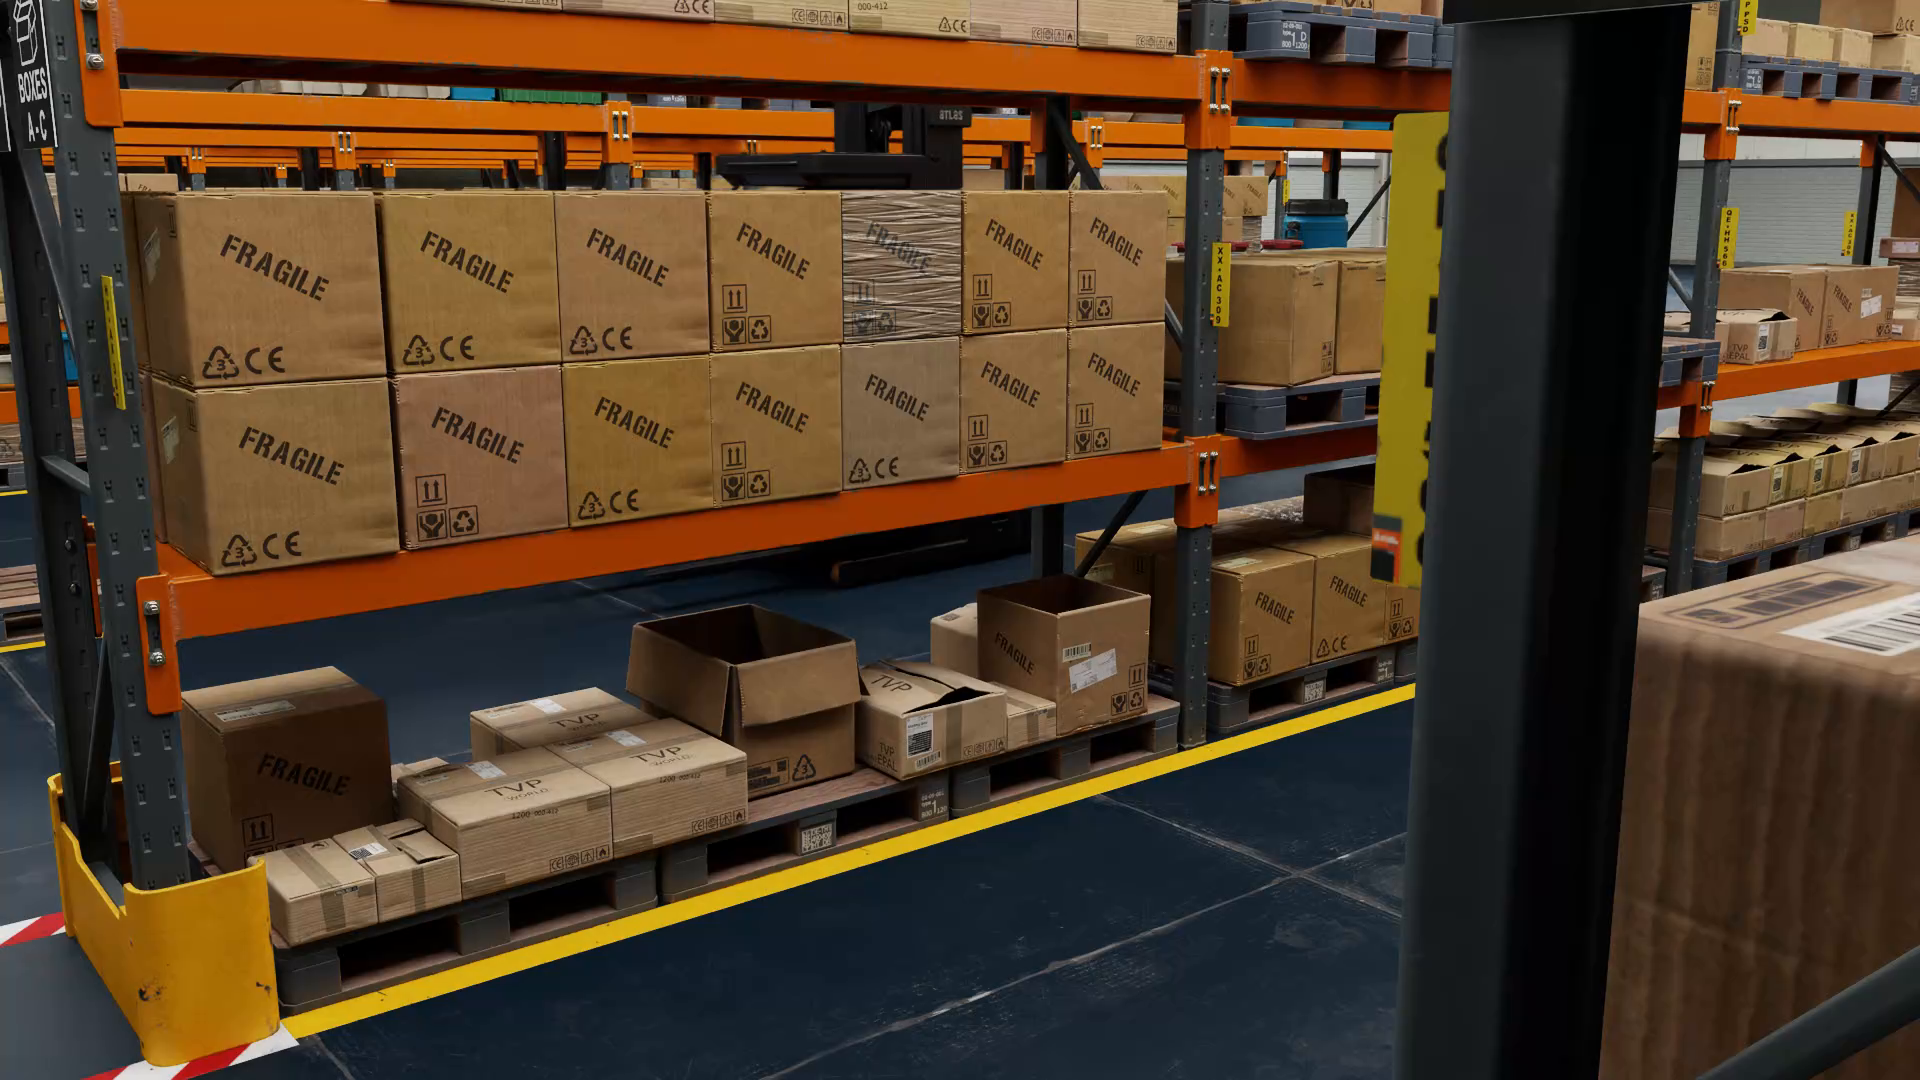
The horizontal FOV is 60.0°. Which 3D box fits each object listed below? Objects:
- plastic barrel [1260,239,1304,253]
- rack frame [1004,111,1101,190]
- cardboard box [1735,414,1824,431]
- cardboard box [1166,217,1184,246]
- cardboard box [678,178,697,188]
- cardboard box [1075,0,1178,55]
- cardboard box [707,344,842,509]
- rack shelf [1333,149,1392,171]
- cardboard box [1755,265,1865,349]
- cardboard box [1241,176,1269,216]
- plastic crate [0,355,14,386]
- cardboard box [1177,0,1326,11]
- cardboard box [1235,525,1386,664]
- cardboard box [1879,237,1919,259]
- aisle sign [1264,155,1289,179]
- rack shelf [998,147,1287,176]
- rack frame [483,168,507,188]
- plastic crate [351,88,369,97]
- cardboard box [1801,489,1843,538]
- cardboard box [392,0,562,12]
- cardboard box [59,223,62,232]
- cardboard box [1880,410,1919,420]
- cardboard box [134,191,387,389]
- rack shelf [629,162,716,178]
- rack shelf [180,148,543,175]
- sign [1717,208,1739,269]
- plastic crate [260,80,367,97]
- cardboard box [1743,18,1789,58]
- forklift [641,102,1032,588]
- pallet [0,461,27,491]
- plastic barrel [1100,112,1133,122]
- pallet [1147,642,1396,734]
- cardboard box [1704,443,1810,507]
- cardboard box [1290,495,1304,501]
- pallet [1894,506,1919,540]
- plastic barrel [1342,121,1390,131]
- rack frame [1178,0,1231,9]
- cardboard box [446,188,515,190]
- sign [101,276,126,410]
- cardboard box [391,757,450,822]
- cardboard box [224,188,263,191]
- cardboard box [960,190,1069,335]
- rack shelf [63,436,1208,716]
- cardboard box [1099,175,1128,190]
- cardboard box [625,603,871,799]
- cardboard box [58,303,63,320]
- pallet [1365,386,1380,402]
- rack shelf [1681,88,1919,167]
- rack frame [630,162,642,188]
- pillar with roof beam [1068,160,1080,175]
[{"bbox_3d":[2.954,-2.493,15.319,0.433,0.535,0.433,0,12,0],"label":"plastic barrel"},{"bbox_3d":[0.714,-1.996,13.306,0.127,3.000,1.000,-9,15,-38],"label":"rack frame"},{"bbox_3d":[5.653,-0.701,11.467,0.500,0.311,0.500,-10,16,-40],"label":"cardboard box"},{"bbox_3d":[2.290,-3.759,20.655,0.500,0.500,0.875,-9,15,-38],"label":"cardboard box"},{"bbox_3d":[-4.556,-5.694,27.356,0.500,0.500,0.700,-9,15,-37],"label":"cardboard box"},{"bbox_3d":[0.469,-1.960,6.279,0.500,0.250,0.500,-9,15,-38],"label":"cardboard box"},{"bbox_3d":[-0.745,-0.415,5.619,0.500,0.500,0.500,-9,15,-37],"label":"cardboard box"},{"bbox_3d":[5.400,-3.890,16.735,4.000,0.370,1.077,-9,15,-38],"label":"rack shelf"},{"bbox_3d":[5.517,-1.529,10.869,0.500,0.500,0.500,-9,15,-38],"label":"cardboard box"},{"bbox_3d":[3.592,-4.409,21.308,0.500,0.500,0.500,-9,15,-38],"label":"cardboard box"},{"bbox_3d":[-4.832,-0.865,8.470,0.298,0.136,0.250,-9,15,-38],"label":"plastic crate"},{"bbox_3d":[1.122,-2.497,6.951,0.600,0.600,0.600,-11,16,-43],"label":"cardboard box"},{"bbox_3d":[1.622,0.240,7.733,0.500,0.500,0.500,-9,15,-37],"label":"cardboard box"},{"bbox_3d":[7.008,-2.147,12.216,0.250,0.149,0.380,-9,15,-38],"label":"cardboard box"},{"bbox_3d":[4.103,-5.068,21.516,0.004,0.787,0.394,-9,15,-38],"label":"aisle sign"},{"bbox_3d":[2.305,-4.693,20.519,4.000,0.370,1.077,-9,15,-38],"label":"rack shelf"},{"bbox_3d":[-8.551,-5.730,30.892,0.127,3.000,1.000,-9,15,-38],"label":"rack frame"},{"bbox_3d":[-3.550,-2.763,10.014,0.590,0.269,0.497,-9,15,-38],"label":"plastic crate"},{"bbox_3d":[5.192,-0.206,10.488,0.500,0.250,0.500,-10,16,-39],"label":"cardboard box"},{"bbox_3d":[-1.483,-1.636,4.751,0.500,0.250,0.500,-9,15,-38],"label":"cardboard box"},{"bbox_3d":[-9.519,-3.052,17.323,0.500,0.500,0.500,-10,15,-38],"label":"cardboard box"},{"bbox_3d":[6.792,-0.747,11.682,0.500,0.311,0.500,-9,15,-38],"label":"cardboard box"},{"bbox_3d":[-1.930,-0.707,4.587,0.500,0.500,0.500,-9,15,-36],"label":"cardboard box"},{"bbox_3d":[-3.885,-6.300,28.088,4.000,0.370,1.077,-9,15,-38],"label":"rack shelf"},{"bbox_3d":[-6.961,-4.472,19.480,4.000,0.370,1.077,-9,15,-38],"label":"rack shelf"},{"bbox_3d":[4.152,-1.633,8.999,0.005,0.325,0.100,-9,15,-38],"label":"sign"},{"bbox_3d":[-3.609,-2.604,9.236,0.530,0.282,0.437,-9,15,-38],"label":"plastic crate"},{"bbox_3d":[4.523,-2.930,9.835,0.500,0.250,0.500,-9,15,-36],"label":"cardboard box"},{"bbox_3d":[-0.785,-1.275,10.075,3.031,2.935,1.130,-10,16,-39],"label":"forklift"},{"bbox_3d":[-8.051,-0.513,13.038,1.213,0.211,1.003,-9,15,-38],"label":"pallet"},{"bbox_3d":[1.148,-3.508,12.938,0.421,0.512,0.421,0,12,0],"label":"plastic barrel"},{"bbox_3d":[1.294,0.580,7.891,1.213,0.211,1.003,-9,15,-38],"label":"pallet"},{"bbox_3d":[4.803,-0.416,10.127,0.500,0.311,0.500,-10,16,-39],"label":"cardboard box"},{"bbox_3d":[2.067,0.030,8.724,0.500,0.500,0.500,-10,16,-40],"label":"cardboard box"},{"bbox_3d":[6.378,-0.245,11.774,1.213,0.211,1.003,-9,15,-38],"label":"pallet"},{"bbox_3d":[3.576,-4.126,14.910,0.708,0.901,0.600,-9,15,-38],"label":"plastic barrel"},{"bbox_3d":[0.682,-3.607,6.452,0.127,3.000,1.000,-9,15,-38],"label":"rack frame"},{"bbox_3d":[-4.466,-2.991,15.337,0.637,0.503,0.797,-9,15,-37],"label":"cardboard box"},{"bbox_3d":[-2.102,-0.489,4.127,0.005,0.325,0.100,-9,15,-38],"label":"sign"},{"bbox_3d":[-1.798,0.869,5.579,0.250,0.166,0.380,-9,15,-38],"label":"cardboard box"},{"bbox_3d":[-9.998,-4.639,23.107,0.500,0.500,0.500,-10,15,-39],"label":"cardboard box"},{"bbox_3d":[0.051,-1.036,6.139,0.500,0.500,0.500,-10,15,-39],"label":"cardboard box"},{"bbox_3d":[-0.879,-0.061,5.928,4.000,0.370,1.077,-9,15,-38],"label":"rack shelf"},{"bbox_3d":[1.643,-4.084,19.776,0.500,0.500,0.500,-9,15,-38],"label":"cardboard box"},{"bbox_3d":[-0.781,0.578,6.137,0.637,0.503,0.797,-9,15,-38],"label":"cardboard box"},{"bbox_3d":[-7.141,-1.798,12.979,0.250,0.149,0.380,-10,15,-38],"label":"cardboard box"},{"bbox_3d":[2.290,-0.845,8.348,1.213,0.211,1.003,-9,15,-38],"label":"pallet"},{"bbox_3d":[5.368,-2.567,10.505,4.000,0.370,1.077,-9,15,-38],"label":"rack shelf"},{"bbox_3d":[-5.447,-4.925,27.103,0.127,3.000,1.000,-9,15,-38],"label":"rack frame"},{"bbox_3d":[5.525,-10.098,37.021,0.548,9.000,9.100,-9,15,-38],"label":"pillar with roof beam"}]
